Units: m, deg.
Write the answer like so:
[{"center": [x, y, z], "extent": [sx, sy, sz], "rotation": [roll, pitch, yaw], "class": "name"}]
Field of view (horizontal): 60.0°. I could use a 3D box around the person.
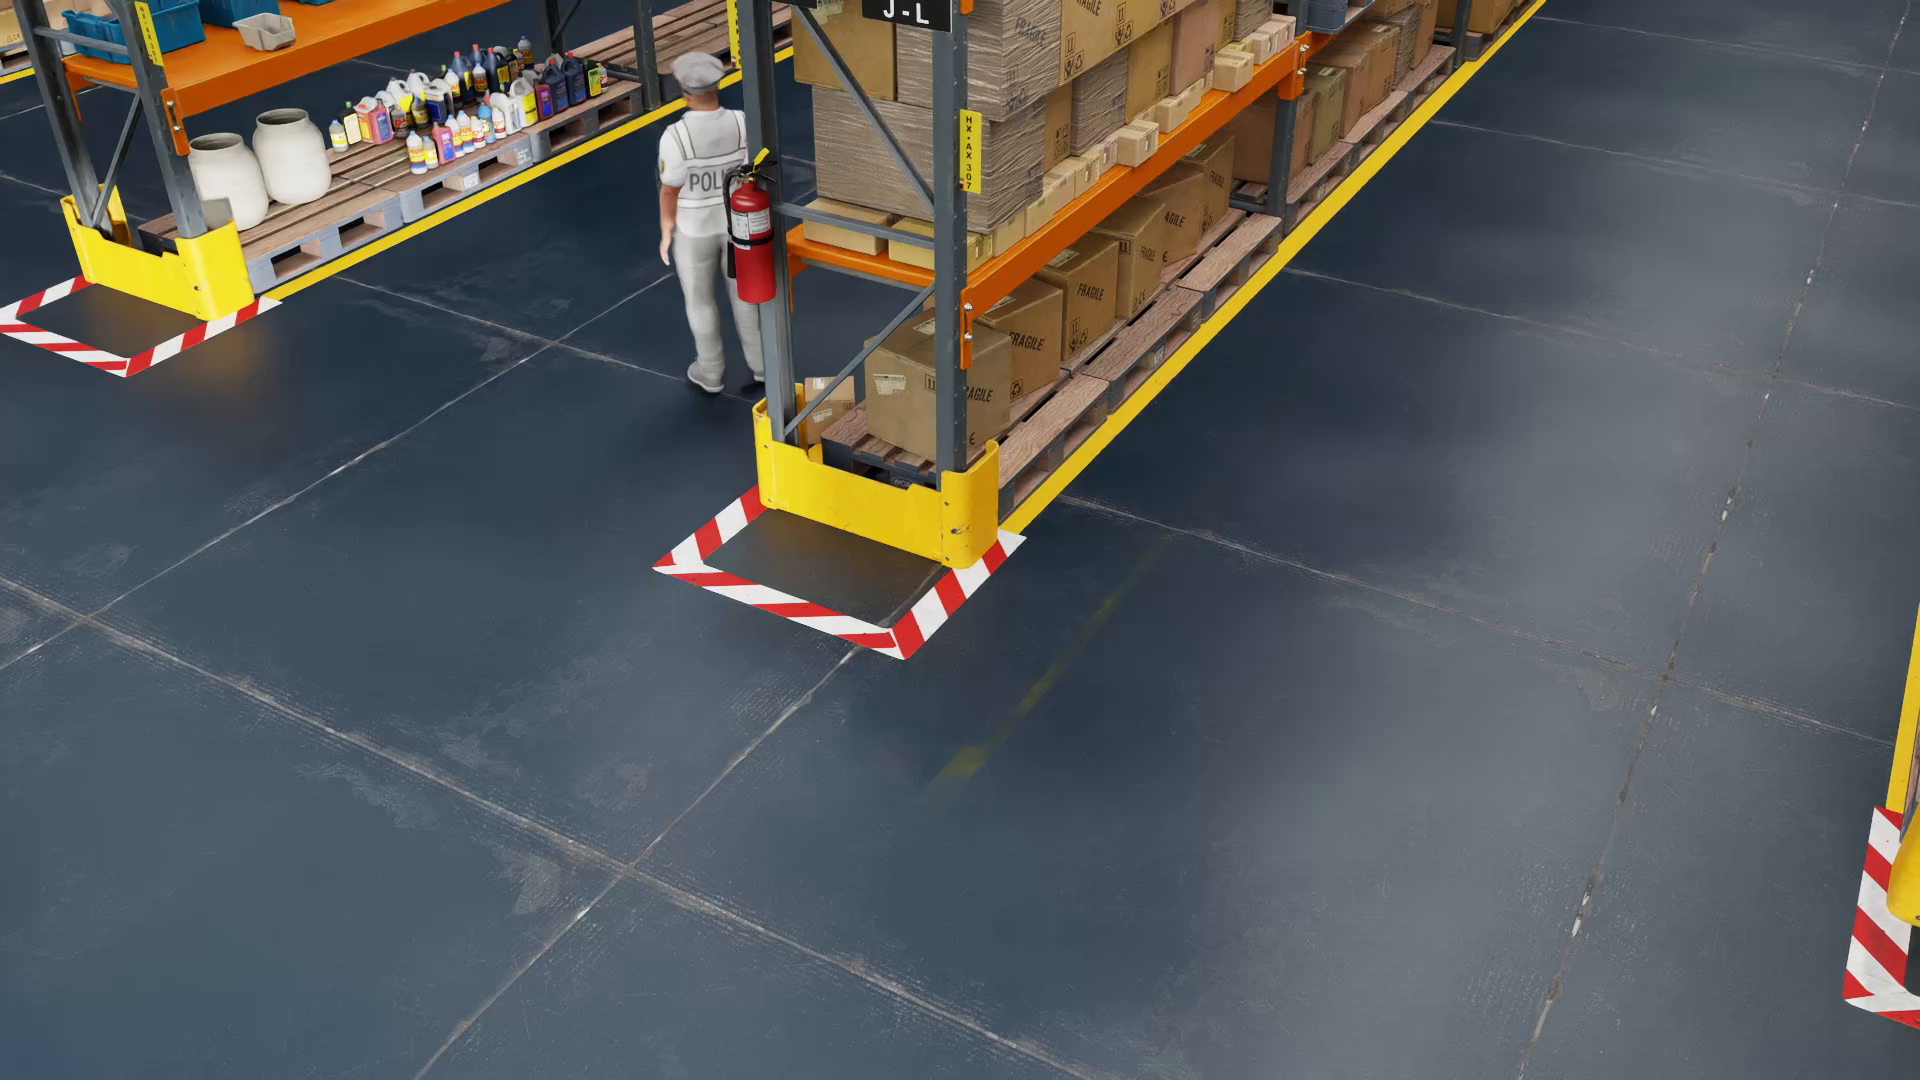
[{"center": [-1.249, -1.611, 8.498], "extent": [0.603, 1.771, 0.396], "rotation": [-19, 38, -26], "class": "person"}]
